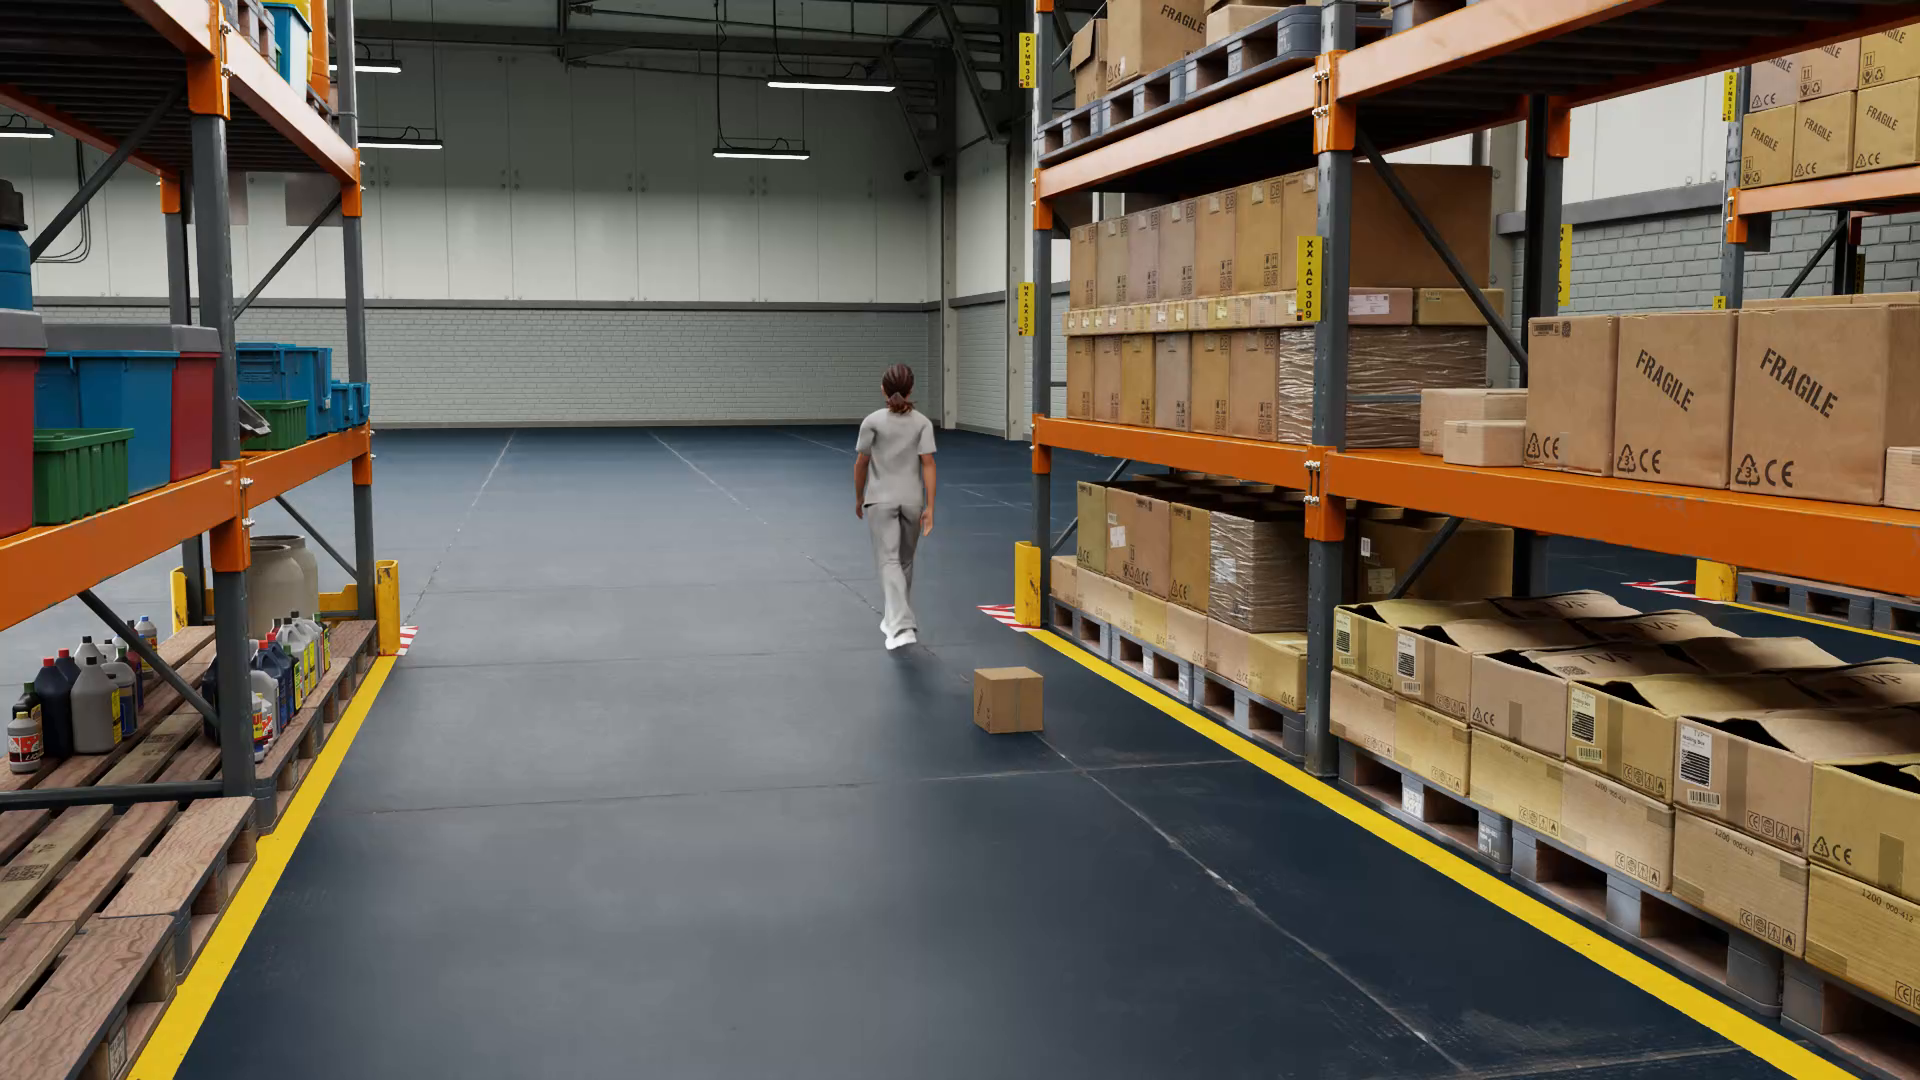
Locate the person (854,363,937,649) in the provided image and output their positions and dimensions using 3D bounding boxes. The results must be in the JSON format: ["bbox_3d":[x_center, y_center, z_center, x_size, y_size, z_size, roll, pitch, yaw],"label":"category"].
[{"bbox_3d":[-0.370,-0.191,9.427,0.444,1.620,1.053,-2,6,-17],"label":"person"}]
